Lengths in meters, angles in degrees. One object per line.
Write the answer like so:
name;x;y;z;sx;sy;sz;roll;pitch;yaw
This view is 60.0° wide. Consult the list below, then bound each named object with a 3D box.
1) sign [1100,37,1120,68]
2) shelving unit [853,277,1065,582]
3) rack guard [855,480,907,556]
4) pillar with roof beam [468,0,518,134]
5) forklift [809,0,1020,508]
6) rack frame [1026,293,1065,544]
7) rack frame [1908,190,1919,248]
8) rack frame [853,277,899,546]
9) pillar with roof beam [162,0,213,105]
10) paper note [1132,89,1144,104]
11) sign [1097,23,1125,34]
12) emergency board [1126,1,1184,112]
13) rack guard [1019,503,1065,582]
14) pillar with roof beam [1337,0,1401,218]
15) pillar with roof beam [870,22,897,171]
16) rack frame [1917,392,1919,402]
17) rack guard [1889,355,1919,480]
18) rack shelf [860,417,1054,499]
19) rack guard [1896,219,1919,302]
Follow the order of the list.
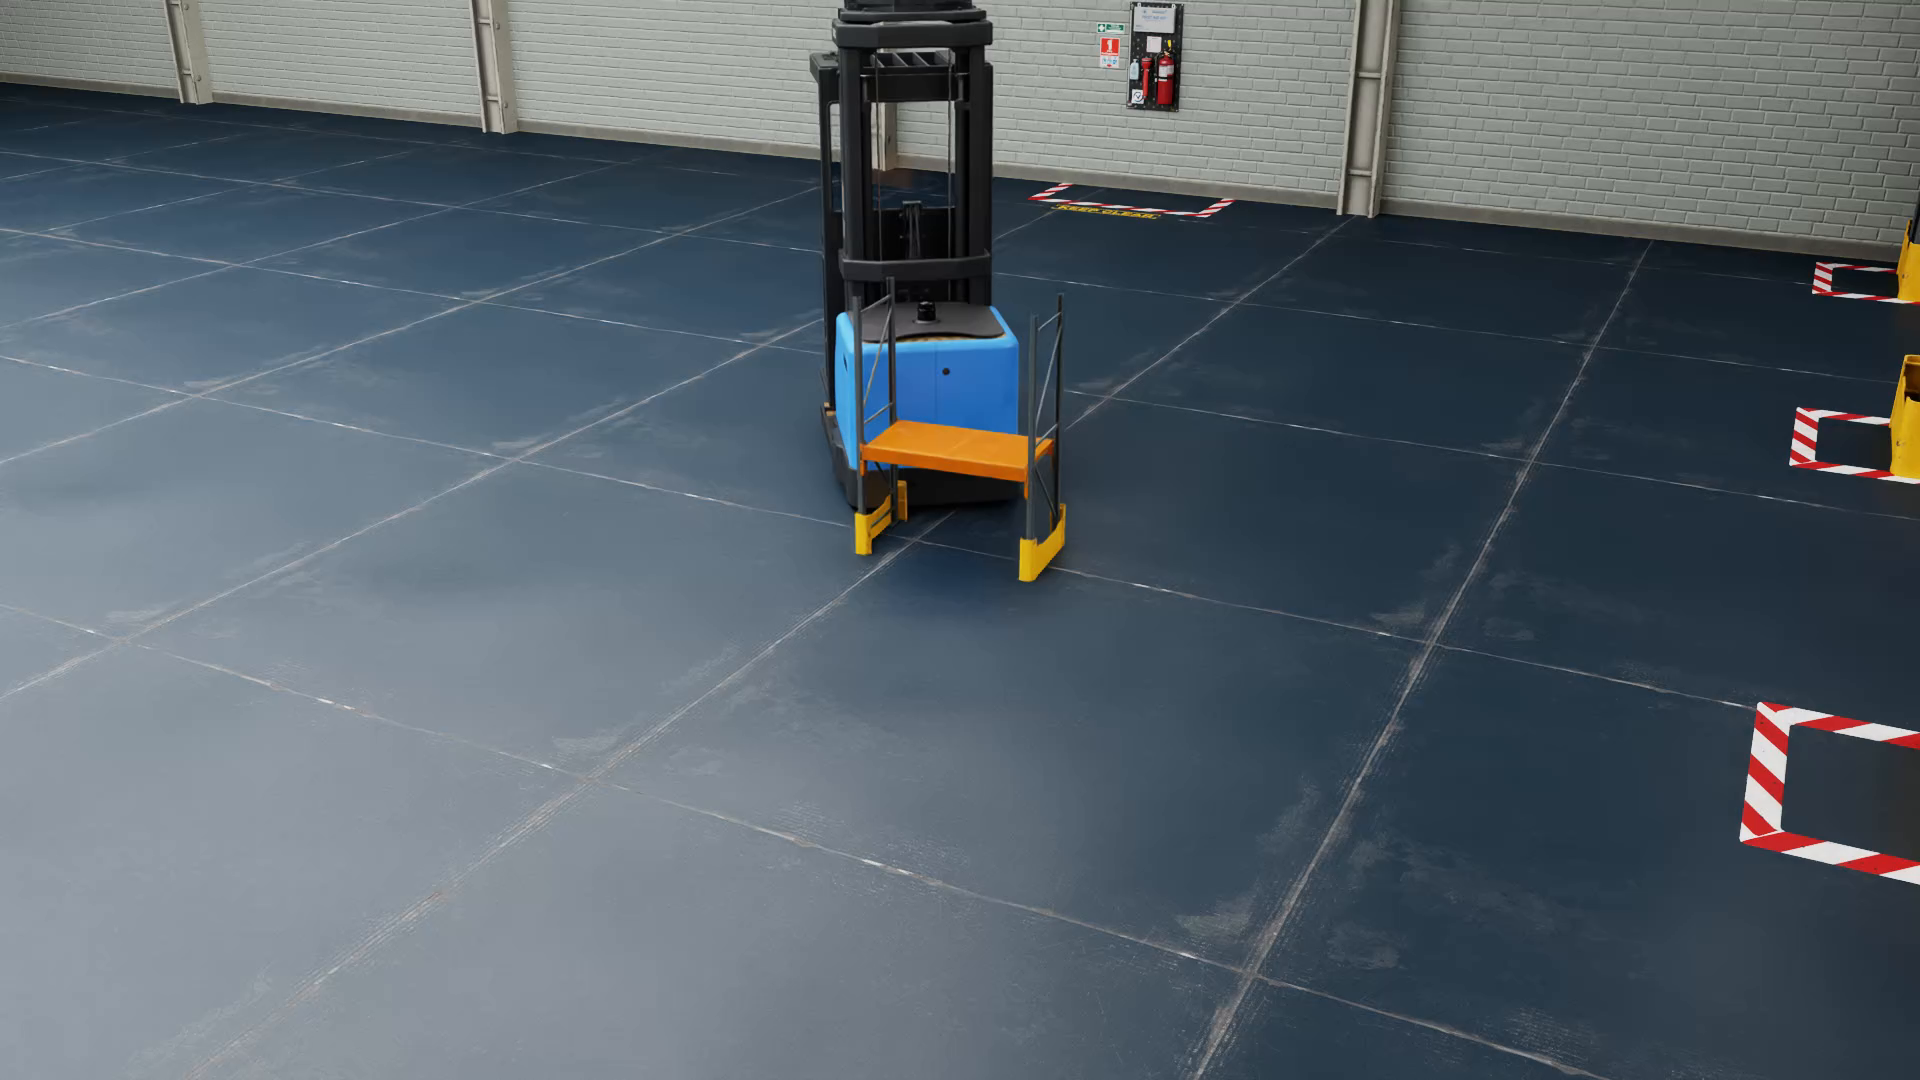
sign;1.701;-5.536;18.890;0.234;0.329;0.001;11;25;25
shelving unit;0.005;-0.637;9.332;1.083;1.500;0.587;9;25;20
rack guard;-0.458;-0.134;9.745;0.087;0.250;0.587;9;25;20
pillar with roof beam;-8.315;-8.313;17.798;0.400;9.000;9.100;11;25;25
forklift;-0.376;-2.083;10.904;1.130;2.935;3.031;-4;23;-8
rack frame;0.470;-0.565;9.163;0.032;1.500;0.500;9;25;20
rack frame;8.676;-3.698;14.614;0.127;3.000;1.000;11;25;25
rack frame;-0.476;-0.712;9.507;0.032;1.500;0.500;9;25;20
pillar with roof beam;-13.670;-9.372;20.289;0.400;9.000;9.100;11;25;25
paper note;2.021;-5.036;18.885;0.142;0.148;0.016;11;25;25
sign;1.701;-5.776;18.777;0.331;0.109;0.001;11;25;25
emergency board;2.148;-5.386;18.582;0.643;1.169;0.194;11;25;25
rack guard;0.468;0.010;9.408;0.087;0.250;0.587;9;25;20
pillar with roof beam;2.394;-6.194;12.815;0.400;9.000;9.100;11;25;25
pillar with roof beam;-2.961;-7.253;15.307;0.400;9.000;9.100;11;25;25
rack frame;6.444;-1.968;10.544;0.127;3.000;1.000;11;25;25
rack guard;6.423;-0.822;11.043;0.348;0.500;1.175;11;25;25
rack shelf;-0.003;-0.473;9.405;1.000;0.185;0.538;9;25;20
rack guard;8.744;-2.535;15.071;0.348;0.500;1.175;11;25;25
